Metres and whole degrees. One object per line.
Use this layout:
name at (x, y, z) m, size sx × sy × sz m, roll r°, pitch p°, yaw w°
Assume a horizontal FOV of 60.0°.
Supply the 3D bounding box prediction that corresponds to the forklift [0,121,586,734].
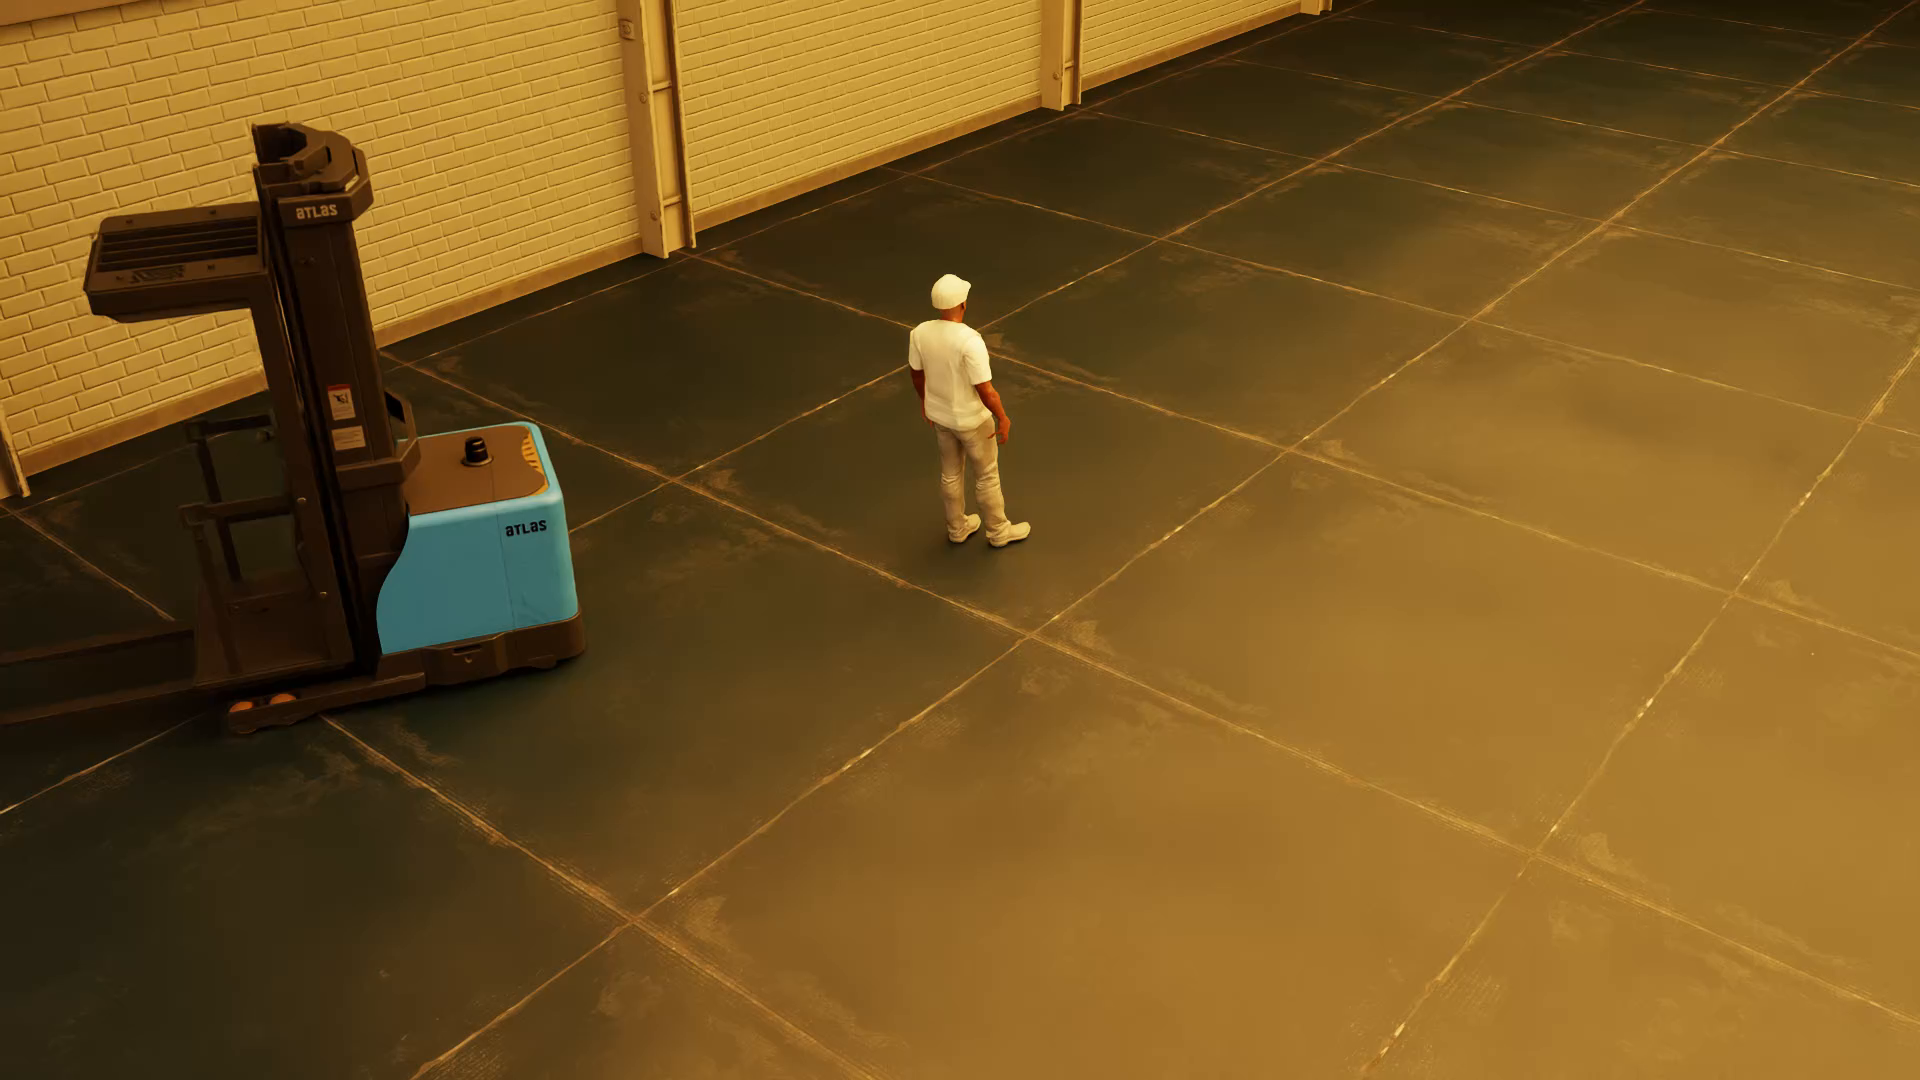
forklift at (-3.673, -0.548, 8.532) m, size 3.031 × 2.935 × 1.130 m, roll -11°, pitch 32°, yaw -18°

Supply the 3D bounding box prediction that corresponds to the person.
person at (0.049, -0.794, 10.095) m, size 0.665 × 1.768 × 0.575 m, roll 22°, pitch 37°, yaw 33°
